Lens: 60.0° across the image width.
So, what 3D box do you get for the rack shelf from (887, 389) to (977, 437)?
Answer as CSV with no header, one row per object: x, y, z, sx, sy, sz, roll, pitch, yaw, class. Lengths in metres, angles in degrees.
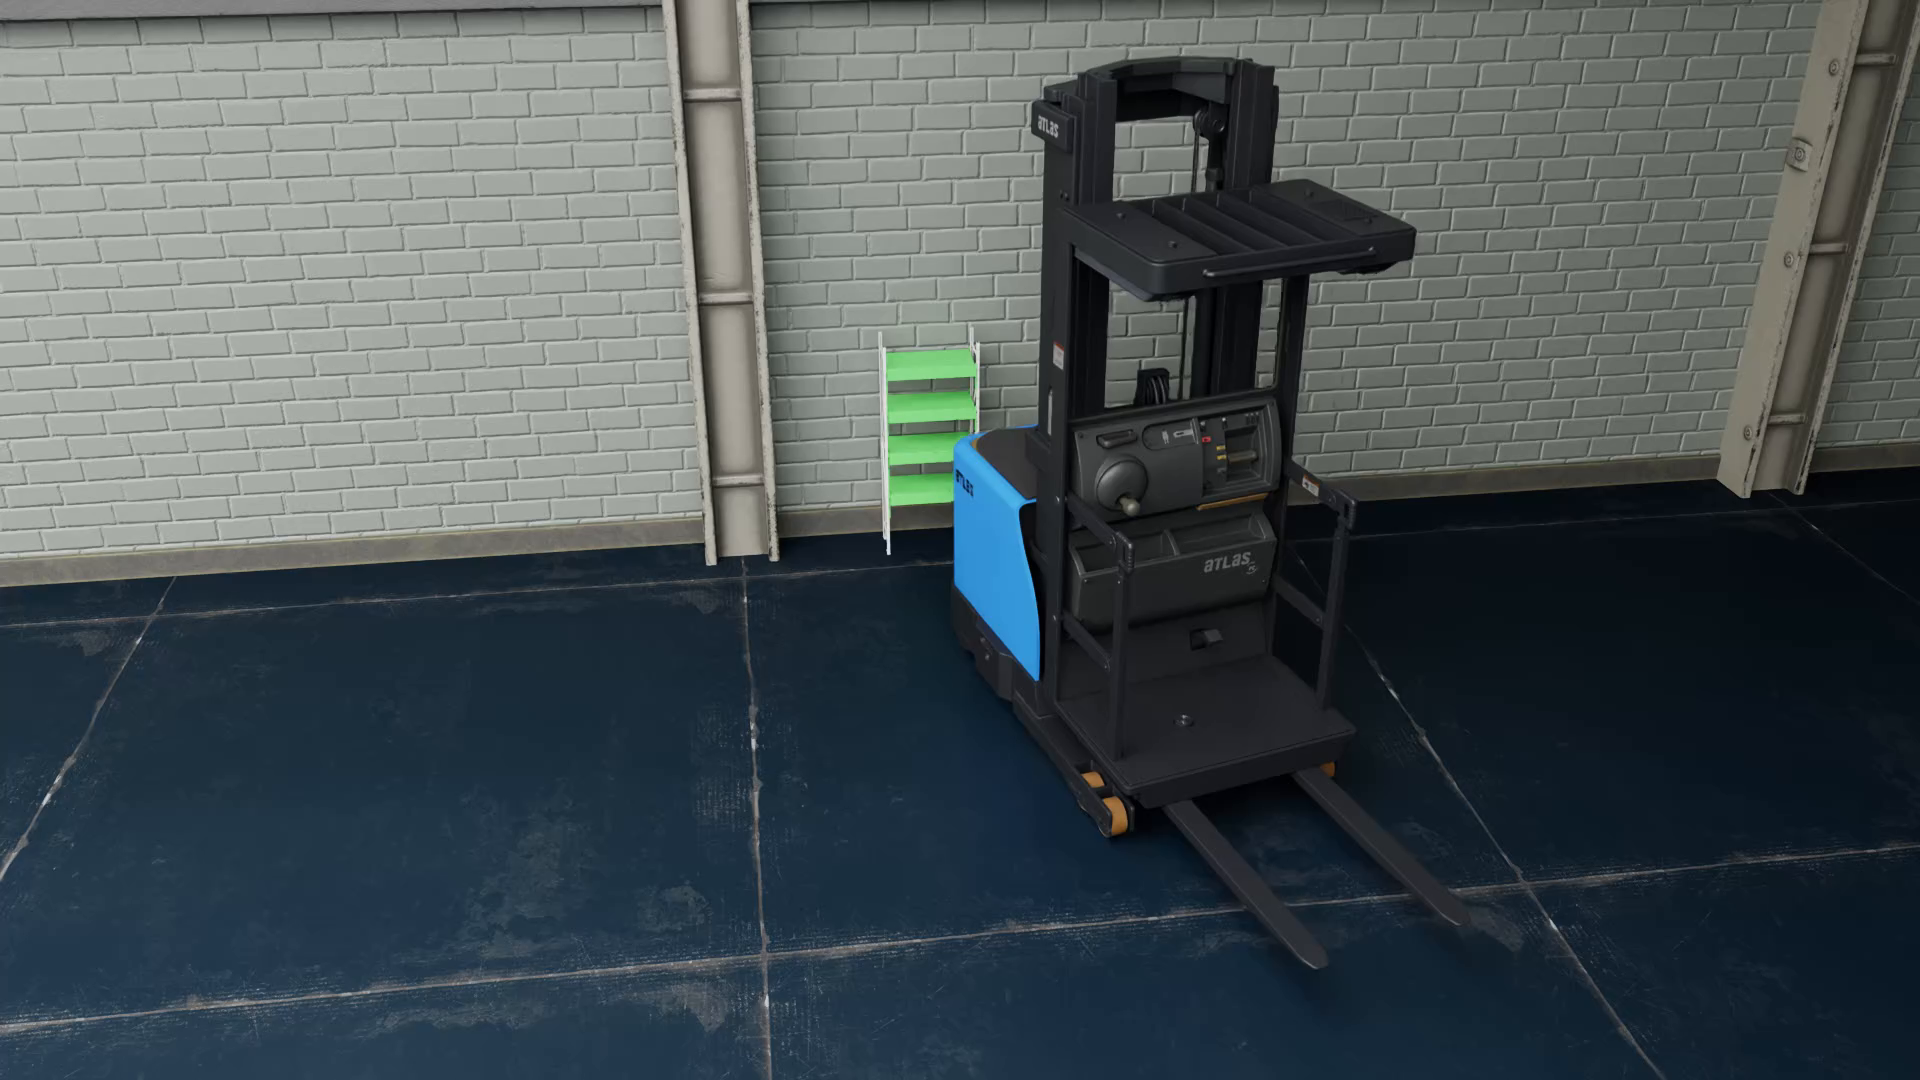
-0.164,-0.680,8.875,0.480,0.148,0.258,-4,27,-7,rack shelf

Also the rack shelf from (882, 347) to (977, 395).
-0.164,-0.893,8.766,0.480,0.148,0.258,-4,27,-7,rack shelf

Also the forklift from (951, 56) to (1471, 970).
0.981,-0.299,6.621,1.130,2.935,3.031,-11,29,-20,forklift

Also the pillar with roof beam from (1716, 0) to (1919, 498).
5.346,-2.384,4.040,0.400,9.000,9.100,-4,27,-7,pillar with roof beam

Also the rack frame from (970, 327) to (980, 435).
0.078,-0.539,8.986,0.015,1.200,0.240,-4,27,-7,rack frame

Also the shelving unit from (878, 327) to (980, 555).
-0.164,-0.523,8.956,0.503,1.200,0.258,-4,27,-7,shelving unit

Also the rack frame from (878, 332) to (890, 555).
-0.406,-0.508,8.925,0.015,1.200,0.240,-4,27,-7,rack frame

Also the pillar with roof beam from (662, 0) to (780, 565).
-0.595,-2.003,3.296,0.400,9.000,9.100,-4,27,-7,pillar with roof beam
